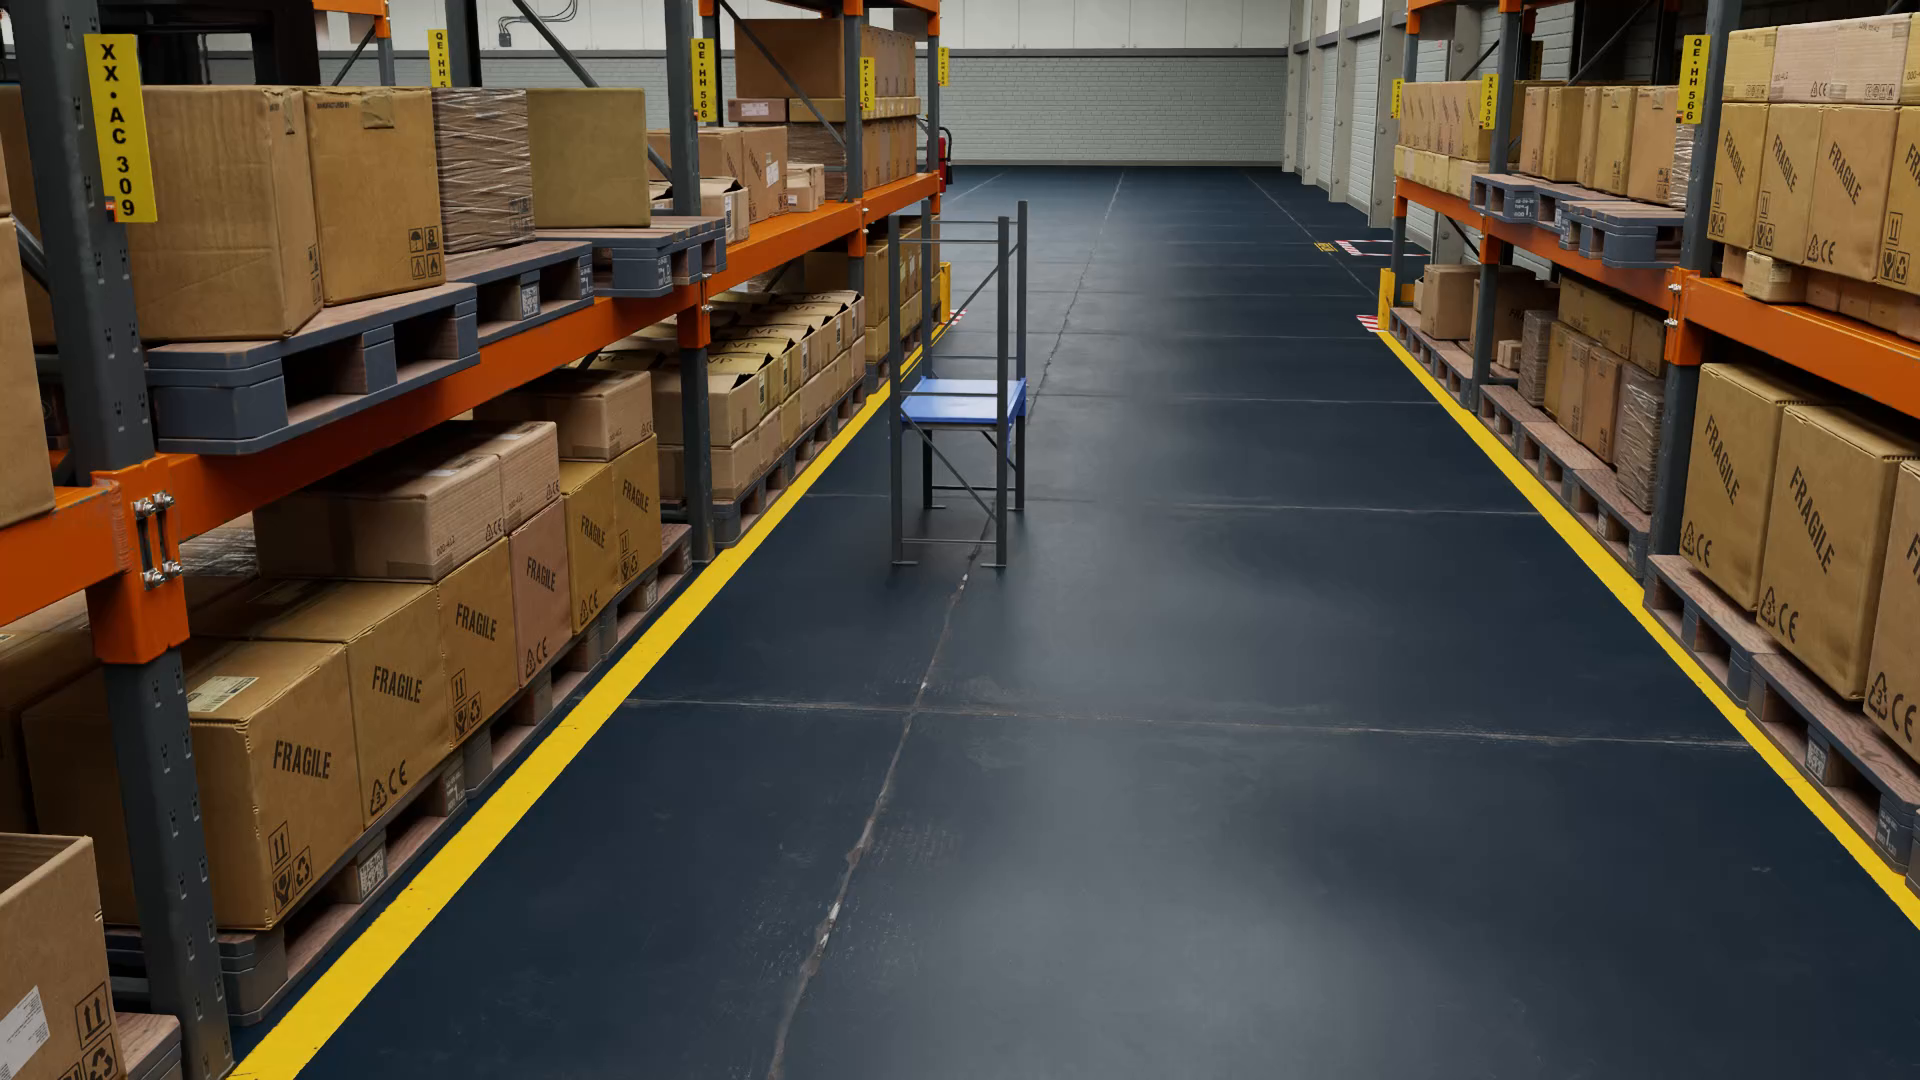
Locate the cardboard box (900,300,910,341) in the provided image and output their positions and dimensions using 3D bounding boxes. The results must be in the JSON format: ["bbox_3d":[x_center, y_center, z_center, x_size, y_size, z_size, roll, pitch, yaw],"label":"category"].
[{"bbox_3d":[-0.659,-1.648,12.474,0.500,0.250,0.500,2,15,6],"label":"cardboard box"}]

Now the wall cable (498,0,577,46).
[{"bbox_3d":[-11.817,-16.775,45.946,2.305,6.003,0.169,2,15,6],"label":"wall cable"}]

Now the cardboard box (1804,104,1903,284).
[{"bbox_3d":[2.901,-1.039,4.957,0.500,0.500,0.500,2,15,6],"label":"cardboard box"}]

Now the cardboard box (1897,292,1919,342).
[{"bbox_3d":[2.906,-0.632,4.694,0.380,0.149,0.250,2,15,7],"label":"cardboard box"}]

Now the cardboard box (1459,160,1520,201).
[{"bbox_3d":[3.540,-2.326,10.768,0.500,0.250,0.500,2,15,6],"label":"cardboard box"}]

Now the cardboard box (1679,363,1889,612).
[{"bbox_3d":[3.123,-0.198,5.962,0.750,0.750,0.750,1,15,6],"label":"cardboard box"}]

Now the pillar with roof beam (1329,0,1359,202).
[{"bbox_3d":[2.773,-10.779,30.286,9.100,9.000,0.400,2,15,6],"label":"pillar with roof beam"}]

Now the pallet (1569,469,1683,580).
[{"bbox_3d":[3.426,-0.076,7.540,1.003,0.211,1.213,2,15,6],"label":"pallet"}]

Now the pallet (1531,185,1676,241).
[{"bbox_3d":[3.519,-1.642,8.355,1.003,0.211,1.213,2,15,6],"label":"pallet"}]

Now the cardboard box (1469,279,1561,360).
[{"bbox_3d":[3.865,-1.533,11.533,0.500,0.500,0.500,1,15,2],"label":"cardboard box"}]

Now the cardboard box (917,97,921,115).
[{"bbox_3d":[-0.538,-3.696,14.151,0.380,0.149,0.250,1,15,5],"label":"cardboard box"}]

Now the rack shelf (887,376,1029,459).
[{"bbox_3d":[0.010,-0.572,7.595,0.538,0.185,1.000,2,15,6],"label":"rack shelf"}]

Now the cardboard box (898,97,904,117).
[{"bbox_3d":[-0.654,-3.429,13.162,0.380,0.149,0.250,2,15,8],"label":"cardboard box"}]

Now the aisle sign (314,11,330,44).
[{"bbox_3d":[-5.888,-4.869,14.941,0.394,0.787,0.004,2,15,6],"label":"aisle sign"}]

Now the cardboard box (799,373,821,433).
[{"bbox_3d":[-1.069,-0.766,9.211,0.500,0.250,0.500,2,15,7],"label":"cardboard box"}]

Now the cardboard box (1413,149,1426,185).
[{"bbox_3d":[3.760,-2.848,12.696,0.500,0.250,0.500,1,15,5],"label":"cardboard box"}]

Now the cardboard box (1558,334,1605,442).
[{"bbox_3d":[3.615,-0.805,8.839,0.700,0.500,0.500,2,15,7],"label":"cardboard box"}]

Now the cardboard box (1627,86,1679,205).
[{"bbox_3d":[3.415,-1.749,7.348,0.700,0.500,0.500,0,15,1],"label":"cardboard box"}]

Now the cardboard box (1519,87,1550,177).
[{"bbox_3d":[3.696,-2.387,9.709,0.700,0.500,0.500,2,15,6],"label":"cardboard box"}]

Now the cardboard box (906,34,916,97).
[{"bbox_3d":[-0.755,-3.980,13.957,0.700,0.500,0.500,2,15,6],"label":"cardboard box"}]

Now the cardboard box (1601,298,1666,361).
[{"bbox_3d":[3.545,-1.055,8.328,0.500,0.250,0.500,2,15,6],"label":"cardboard box"}]

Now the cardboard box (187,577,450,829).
[{"bbox_3d":[-1.692,0.410,4.346,0.500,0.500,0.500,2,15,7],"label":"cardboard box"}]

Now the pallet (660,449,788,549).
[{"bbox_3d":[-1.455,-0.231,8.112,1.003,0.211,1.213,2,15,6],"label":"pallet"}]

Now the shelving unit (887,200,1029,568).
[{"bbox_3d":[0.010,-0.746,7.548,0.538,1.500,1.048,2,15,6],"label":"shelving unit"}]

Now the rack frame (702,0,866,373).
[{"bbox_3d":[-1.135,-2.402,10.800,1.000,3.000,0.127,2,15,6],"label":"rack frame"}]

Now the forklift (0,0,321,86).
[{"bbox_3d":[-4.003,-1.745,8.500,1.130,2.935,3.031,4,16,15],"label":"forklift"}]

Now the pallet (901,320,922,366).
[{"bbox_3d":[-0.869,-1.579,13.095,1.003,0.211,1.213,2,15,6],"label":"pallet"}]

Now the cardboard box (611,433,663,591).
[{"bbox_3d":[-1.459,-0.121,6.309,0.500,0.500,0.500,2,15,8],"label":"cardboard box"}]

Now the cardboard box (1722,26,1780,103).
[{"bbox_3d":[3.025,-1.666,5.840,0.500,0.250,0.500,2,15,8],"label":"cardboard box"}]

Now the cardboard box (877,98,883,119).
[{"bbox_3d":[-0.771,-3.162,12.175,0.380,0.149,0.250,1,15,5],"label":"cardboard box"}]

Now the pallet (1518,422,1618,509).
[{"bbox_3d":[3.566,-0.392,8.707,1.003,0.211,1.213,2,15,6],"label":"pallet"}]

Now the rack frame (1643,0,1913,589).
[{"bbox_3d":[3.336,-1.220,6.427,1.000,3.000,0.127,2,15,6],"label":"rack frame"}]

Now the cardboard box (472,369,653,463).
[{"bbox_3d":[-1.461,-0.468,6.157,0.500,0.250,0.500,2,15,8],"label":"cardboard box"}]

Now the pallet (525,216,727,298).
[{"bbox_3d":[-1.593,-1.094,6.330,1.213,0.211,1.003,2,15,6],"label":"pallet"}]

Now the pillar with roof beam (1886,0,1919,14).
[{"bbox_3d":[0.065,-4.554,7.266,9.100,9.000,0.400,2,15,6],"label":"pillar with roof beam"}]

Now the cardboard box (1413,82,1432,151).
[{"bbox_3d":[3.756,-3.217,12.627,0.500,0.500,0.500,1,15,4],"label":"cardboard box"}]

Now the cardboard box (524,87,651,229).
[{"bbox_3d":[-1.546,-1.449,6.279,0.700,0.500,0.500,-3,16,-13],"label":"cardboard box"}]

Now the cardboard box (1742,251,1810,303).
[{"bbox_3d":[2.918,-0.898,5.680,0.380,0.149,0.250,2,15,8],"label":"cardboard box"}]

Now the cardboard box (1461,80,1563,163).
[{"bbox_3d":[3.533,-2.688,10.670,0.500,0.500,0.500,2,15,6],"label":"cardboard box"}]

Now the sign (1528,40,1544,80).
[{"bbox_3d":[4.788,-3.985,13.828,0.100,0.325,0.005,2,15,6],"label":"sign"}]

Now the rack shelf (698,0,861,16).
[{"bbox_3d":[-1.361,-2.984,8.584,1.077,0.370,4.000,2,15,6],"label":"rack shelf"}]

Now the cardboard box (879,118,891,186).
[{"bbox_3d":[-0.921,-2.966,12.692,0.700,0.500,0.500,2,15,8],"label":"cardboard box"}]

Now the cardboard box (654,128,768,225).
[{"bbox_3d":[-1.354,-1.985,9.066,0.500,0.500,0.500,2,15,6],"label":"cardboard box"}]

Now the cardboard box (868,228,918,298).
[{"bbox_3d":[-0.605,-2.140,12.856,0.500,0.500,0.500,2,15,6],"label":"cardboard box"}]

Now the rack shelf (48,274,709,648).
[{"bbox_3d":[-1.812,-0.499,5.139,1.077,0.370,4.000,2,15,6],"label":"rack shelf"}]

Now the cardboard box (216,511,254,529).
[{"bbox_3d":[-2.091,0.140,5.342,0.500,0.500,0.500,1,15,4],"label":"cardboard box"}]

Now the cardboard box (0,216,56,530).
[{"bbox_3d":[-1.839,-0.239,2.606,0.500,0.500,0.500,2,15,7],"label":"cardboard box"}]

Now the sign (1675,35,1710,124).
[{"bbox_3d":[2.796,-1.754,6.336,0.100,0.325,0.005,2,15,6],"label":"sign"}]

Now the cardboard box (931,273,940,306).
[{"bbox_3d":[-0.451,-2.167,14.394,0.500,0.250,0.500,2,15,6],"label":"cardboard box"}]

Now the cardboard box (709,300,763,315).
[{"bbox_3d":[-1.491,-1.319,10.182,0.500,0.311,0.500,2,15,6],"label":"cardboard box"}]

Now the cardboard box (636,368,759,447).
[{"bbox_3d":[-1.236,-0.638,7.664,0.500,0.311,0.500,2,15,8],"label":"cardboard box"}]

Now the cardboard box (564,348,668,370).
[{"bbox_3d":[-1.720,-0.789,8.222,0.500,0.311,0.500,1,15,5],"label":"cardboard box"}]

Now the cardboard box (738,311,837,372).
[{"bbox_3d":[-1.007,-1.170,9.633,0.500,0.311,0.500,2,15,6],"label":"cardboard box"}]

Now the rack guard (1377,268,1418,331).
[{"bbox_3d":[4.230,-2.068,14.354,1.175,0.500,0.348,2,15,6],"label":"rack guard"}]

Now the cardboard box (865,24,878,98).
[{"bbox_3d":[-0.978,-3.453,12.009,0.700,0.500,0.500,2,15,6],"label":"cardboard box"}]

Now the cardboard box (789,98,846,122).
[{"bbox_3d":[-0.912,-2.828,10.939,0.380,0.149,0.250,2,15,6],"label":"cardboard box"}]

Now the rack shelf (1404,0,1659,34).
[{"bbox_3d":[4.013,-3.877,11.884,1.077,0.370,4.000,2,15,6],"label":"rack shelf"}]
